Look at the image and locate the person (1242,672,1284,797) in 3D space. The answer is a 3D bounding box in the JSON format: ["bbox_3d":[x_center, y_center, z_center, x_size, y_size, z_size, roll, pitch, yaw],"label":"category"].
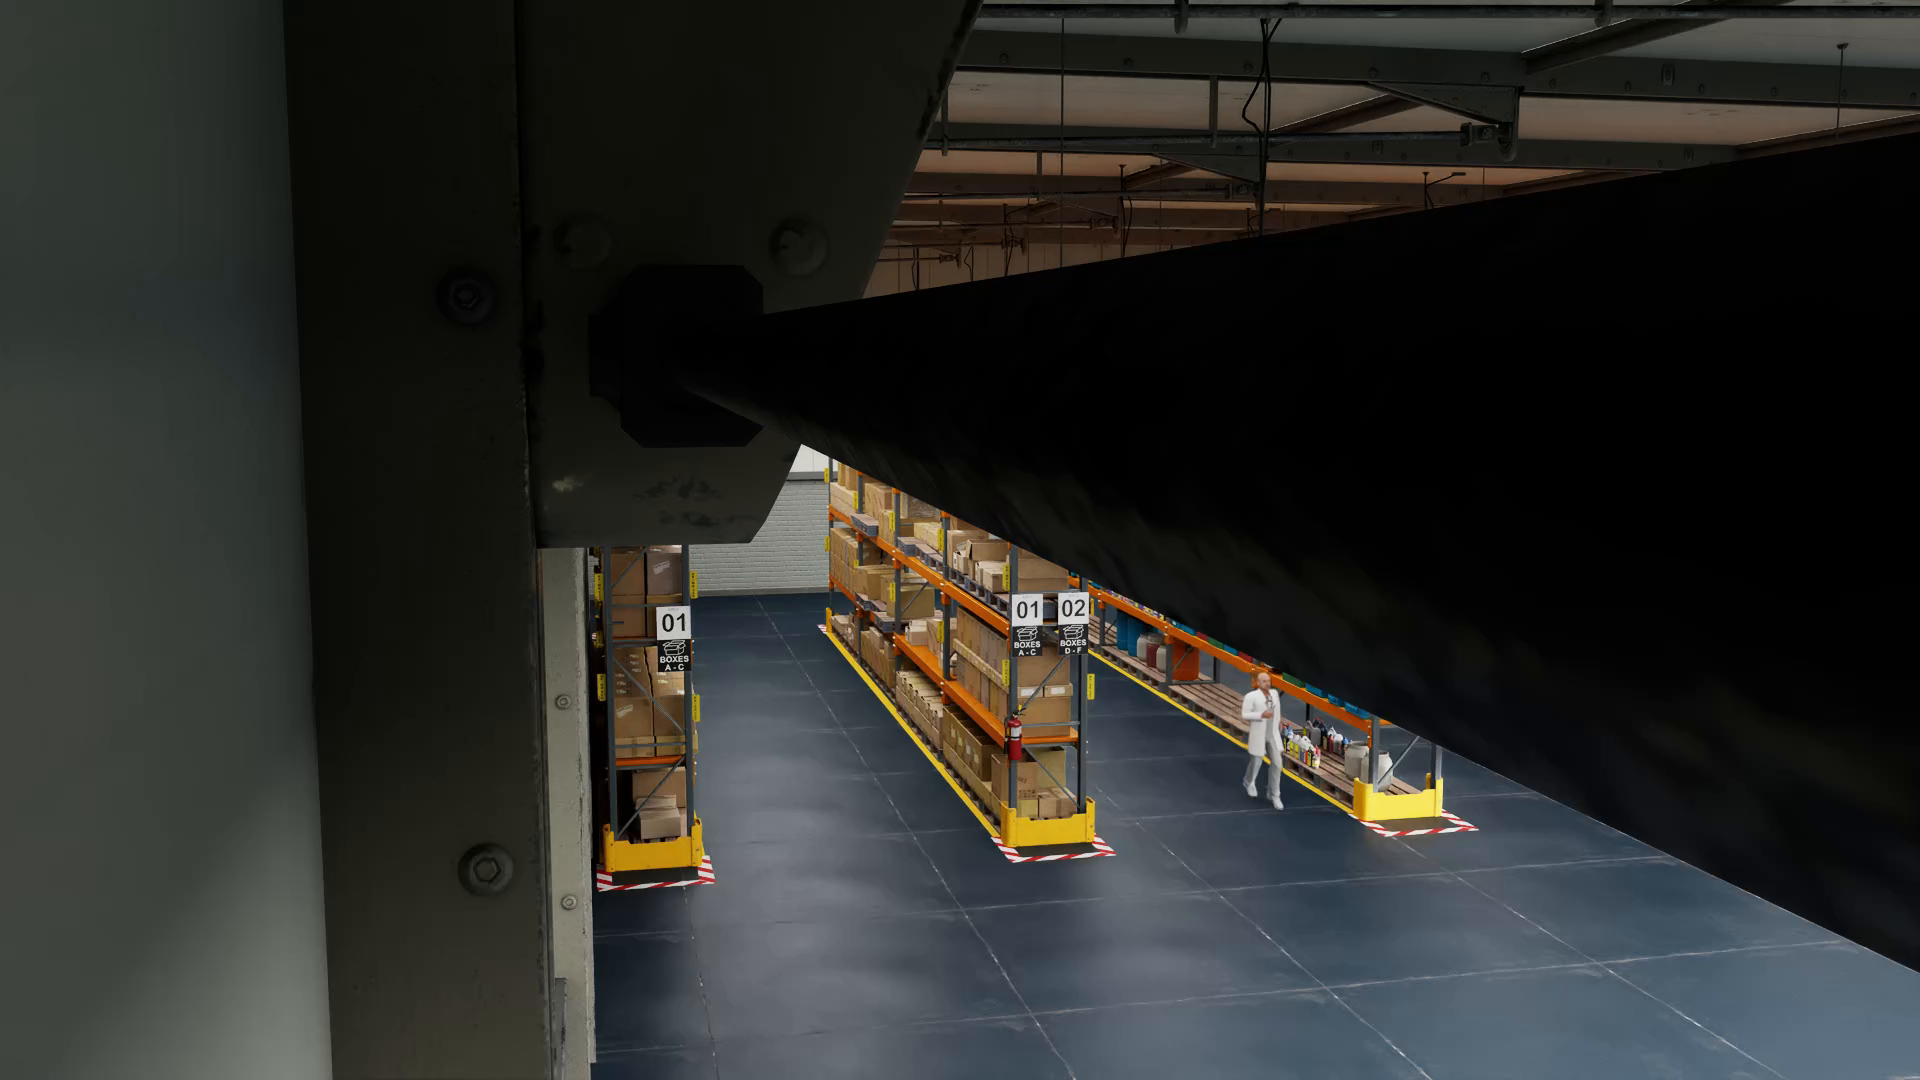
[{"bbox_3d":[4.169,2.647,22.850,0.694,1.672,0.802,-2,7,-15],"label":"person"}]
